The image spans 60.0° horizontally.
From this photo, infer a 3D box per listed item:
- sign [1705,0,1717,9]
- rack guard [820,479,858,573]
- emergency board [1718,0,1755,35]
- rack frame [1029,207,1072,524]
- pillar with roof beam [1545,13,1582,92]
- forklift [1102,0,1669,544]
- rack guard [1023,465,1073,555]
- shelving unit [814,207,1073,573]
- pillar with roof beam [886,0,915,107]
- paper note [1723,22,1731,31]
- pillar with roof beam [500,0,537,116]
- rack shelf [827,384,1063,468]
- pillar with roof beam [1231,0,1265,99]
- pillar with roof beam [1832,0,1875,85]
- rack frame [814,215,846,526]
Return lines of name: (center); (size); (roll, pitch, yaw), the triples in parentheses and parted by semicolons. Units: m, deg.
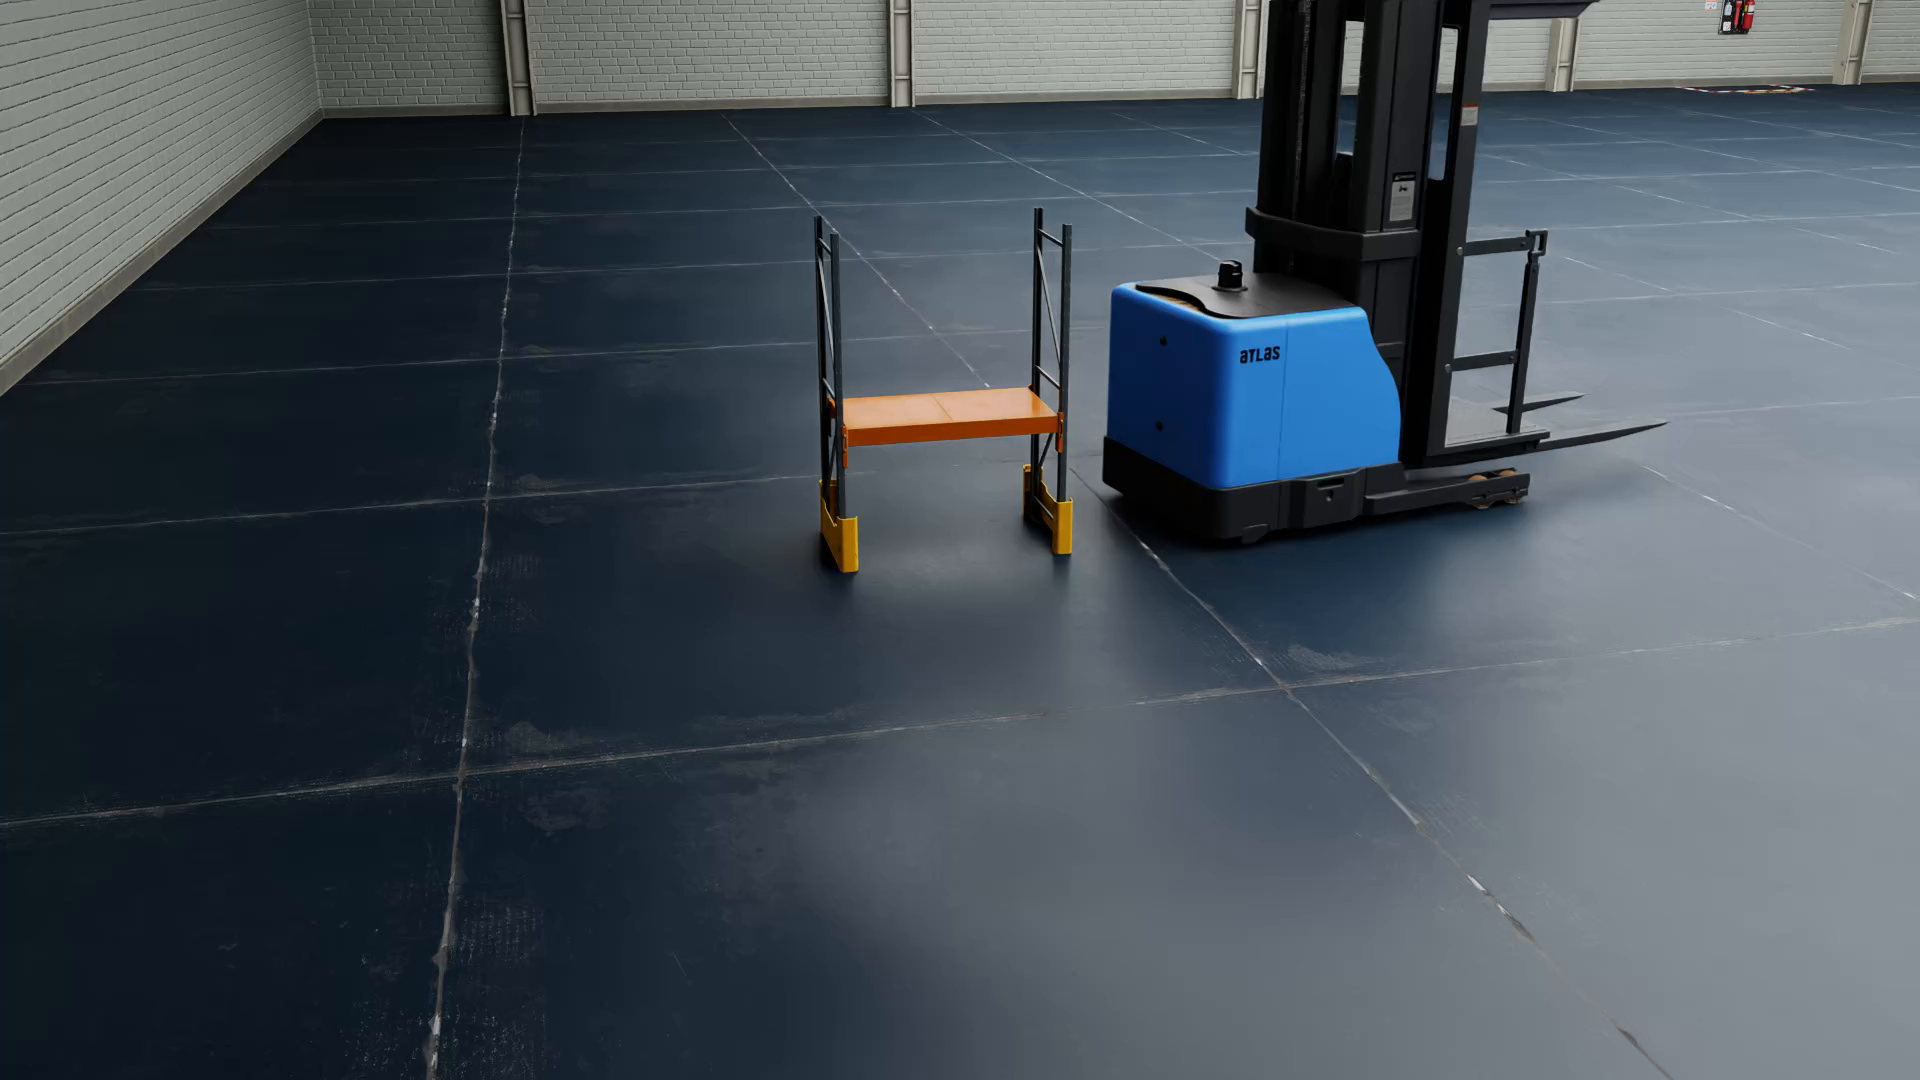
sign: (13.585, -9.762, 30.050); (0.234, 0.329, 0.001); (-5, 21, -12)
rack guard: (-0.559, -0.072, 7.648); (0.087, 0.250, 0.587); (-5, 21, -12)
emergency board: (14.147, -9.754, 30.082); (0.643, 1.169, 0.194); (-5, 21, -12)
rack frame: (0.412, -0.738, 7.648); (0.032, 1.500, 0.500); (-5, 21, -12)
pillar with roof beam: (11.712, -10.838, 24.319); (0.400, 9.000, 9.100); (-5, 21, -12)
forklift: (2.280, -1.683, 8.147); (3.031, 2.935, 1.130); (-9, 22, -23)
rack guard: (0.410, -0.151, 7.863); (0.087, 0.250, 0.587); (-5, 21, -12)
shelving unit: (-0.074, -0.698, 7.540); (1.083, 1.500, 0.587); (-5, 21, -12)
pillar with roof beam: (0.034, -9.888, 21.726); (0.400, 9.000, 9.100); (-5, 21, -12)
paper note: (13.959, -9.350, 30.258); (0.142, 0.148, 0.016); (-5, 21, -12)
pillar with roof beam: (-5.805, -9.413, 20.429); (0.400, 9.000, 9.100); (-5, 21, -12)
rack shelf: (-0.083, -0.529, 7.600); (1.000, 0.185, 0.538); (-5, 21, -12)
pillar with roof beam: (5.873, -10.363, 23.022); (0.400, 9.000, 9.100); (-5, 21, -12)
pillar with roof beam: (17.551, -11.313, 25.615); (0.400, 9.000, 9.100); (-5, 21, -12)
rack frame: (-0.578, -0.657, 7.428); (0.032, 1.500, 0.500); (-5, 21, -12)
